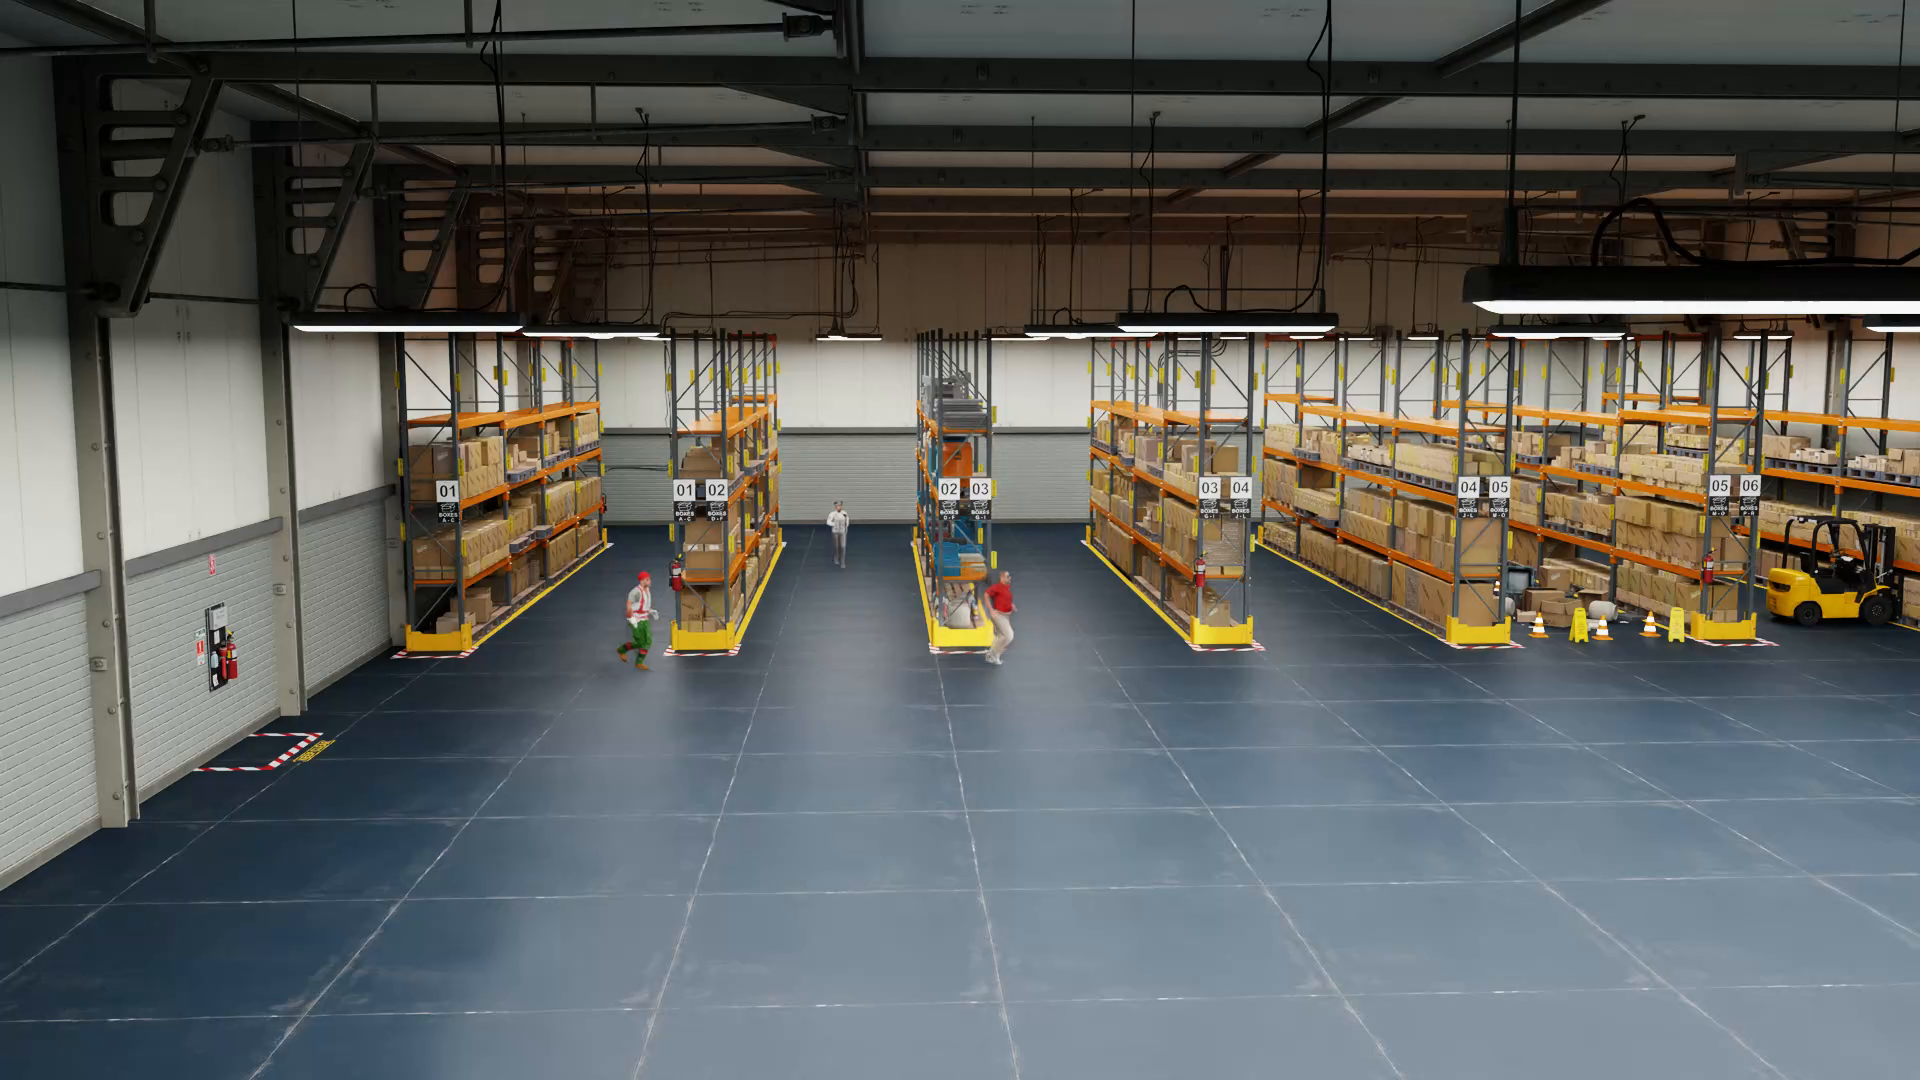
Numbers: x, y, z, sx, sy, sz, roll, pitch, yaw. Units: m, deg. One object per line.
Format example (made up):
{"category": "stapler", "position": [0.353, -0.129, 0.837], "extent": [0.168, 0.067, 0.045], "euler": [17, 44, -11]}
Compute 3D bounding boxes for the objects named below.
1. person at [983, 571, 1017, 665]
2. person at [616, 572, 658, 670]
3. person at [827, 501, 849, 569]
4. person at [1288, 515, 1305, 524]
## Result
{"category": "person", "position": [0.727, 1.393, 29.658], "extent": [0.590, 1.702, 0.721], "euler": [3, 8, 27]}
{"category": "person", "position": [-5.755, 1.411, 29.466], "extent": [0.723, 1.734, 0.674], "euler": [2, 7, 19]}
{"category": "person", "position": [-3.130, -0.163, 42.768], "extent": [0.599, 1.731, 0.837], "euler": [-1, 7, -11]}
{"category": "person", "position": [10.101, -0.957, 50.046], "extent": [0.726, 1.568, 0.539], "euler": [-5, 8, -37]}
